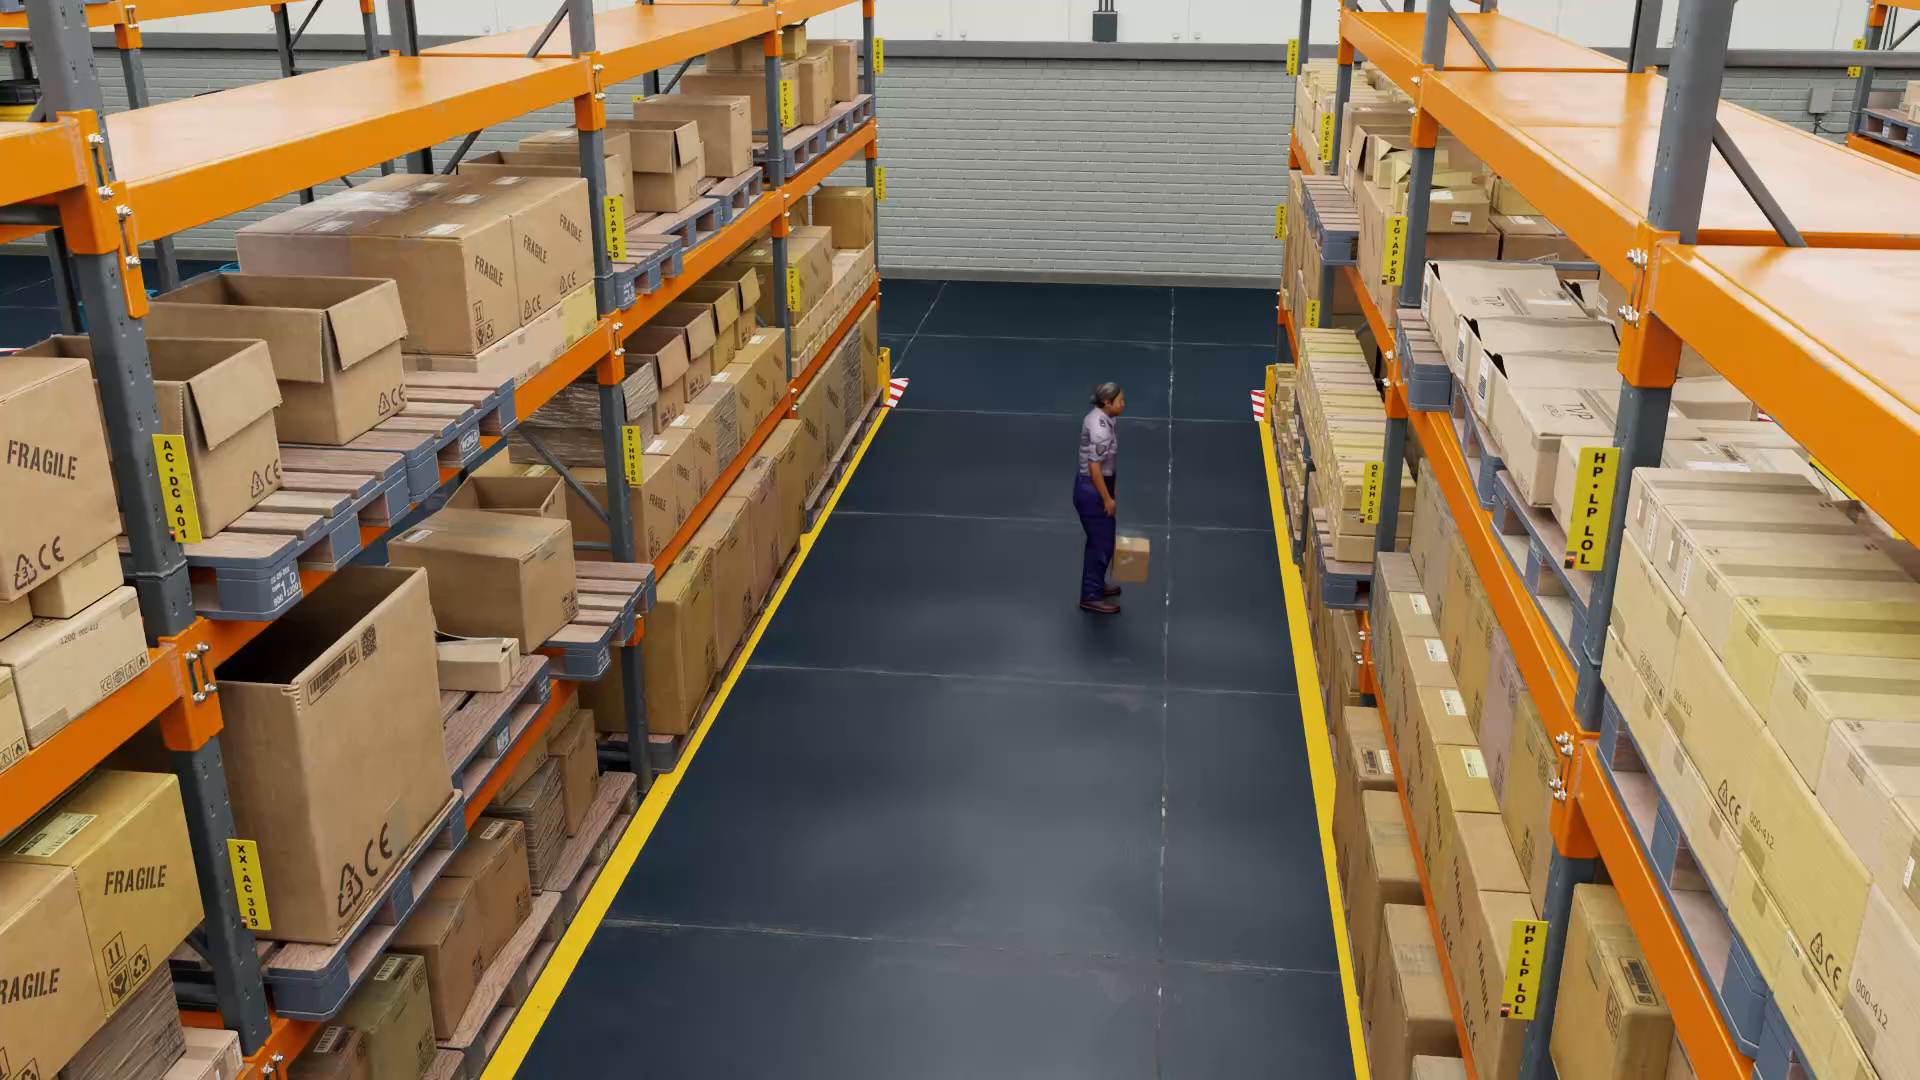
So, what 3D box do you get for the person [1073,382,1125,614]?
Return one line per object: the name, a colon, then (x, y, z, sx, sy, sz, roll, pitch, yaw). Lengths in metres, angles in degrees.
person: (0.998, -0.326, 11.946, 0.371, 1.639, 0.532, 2, 21, 5)
